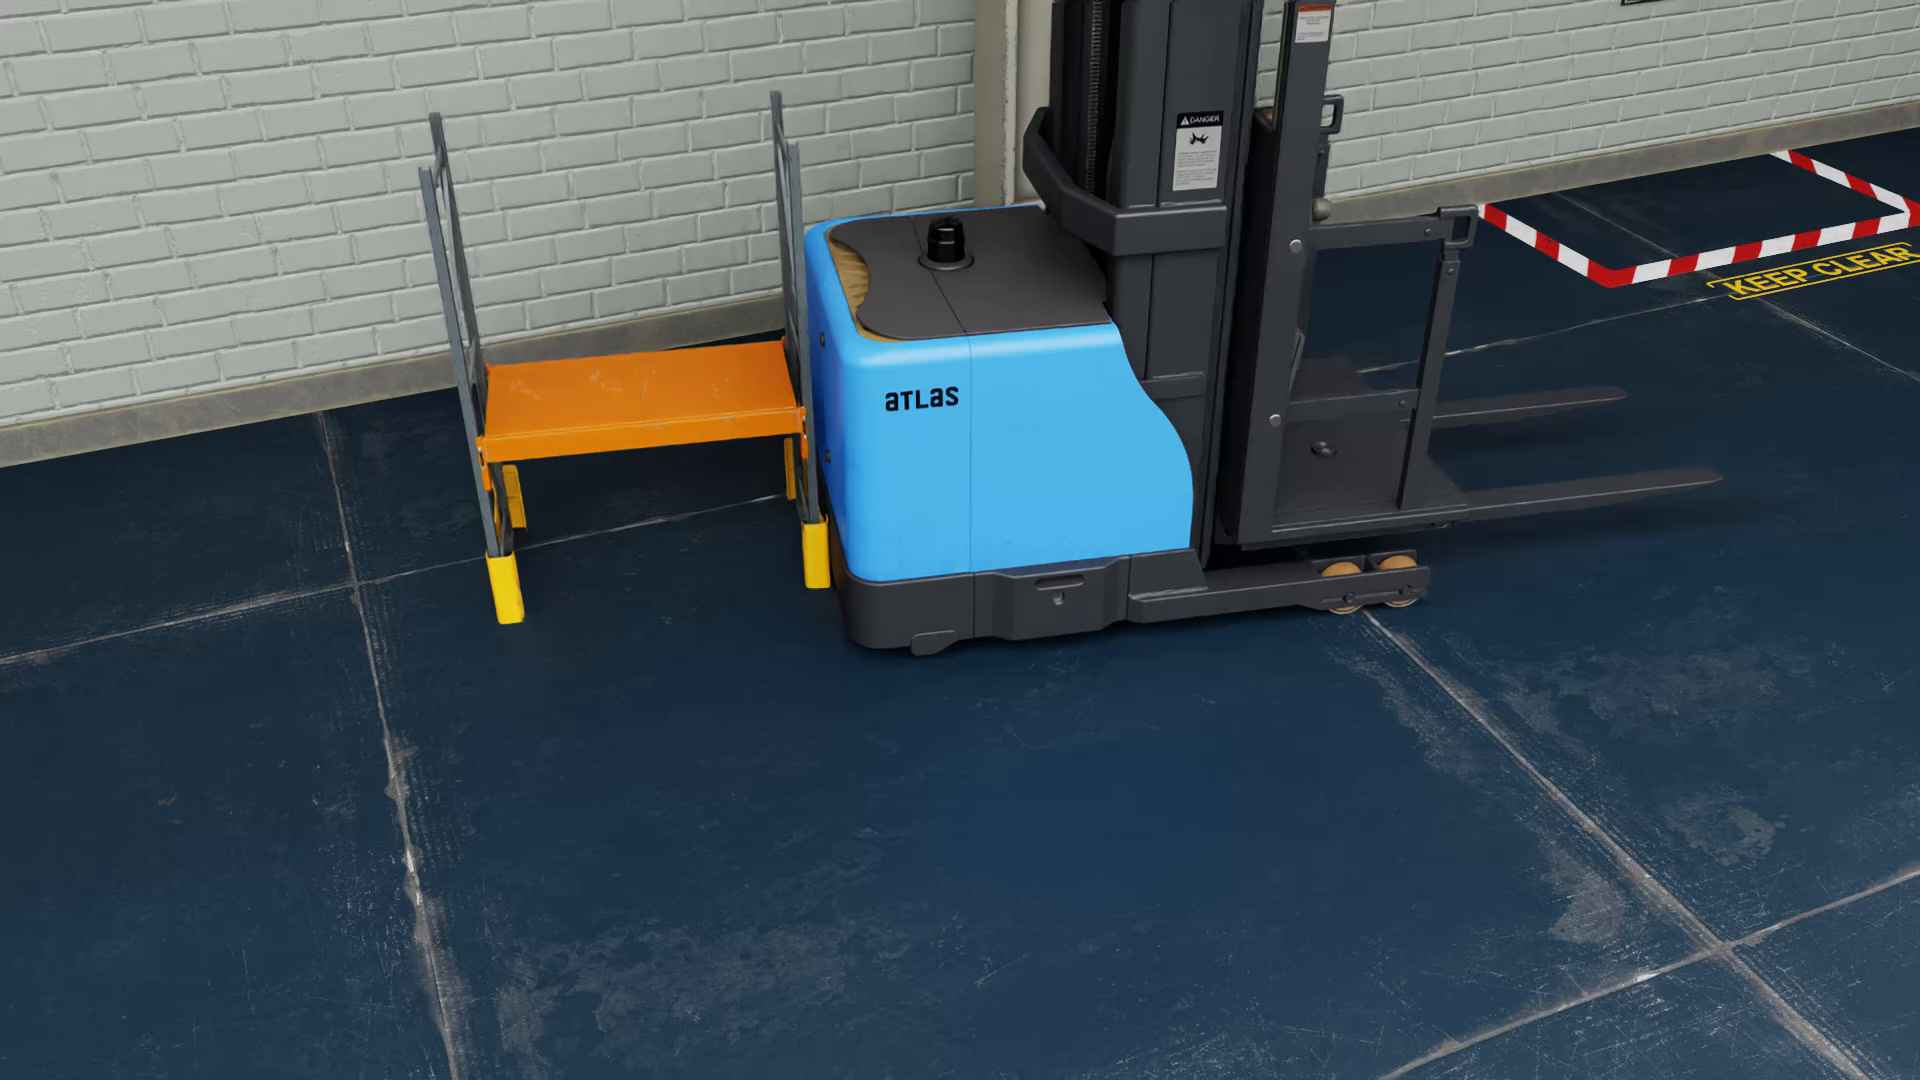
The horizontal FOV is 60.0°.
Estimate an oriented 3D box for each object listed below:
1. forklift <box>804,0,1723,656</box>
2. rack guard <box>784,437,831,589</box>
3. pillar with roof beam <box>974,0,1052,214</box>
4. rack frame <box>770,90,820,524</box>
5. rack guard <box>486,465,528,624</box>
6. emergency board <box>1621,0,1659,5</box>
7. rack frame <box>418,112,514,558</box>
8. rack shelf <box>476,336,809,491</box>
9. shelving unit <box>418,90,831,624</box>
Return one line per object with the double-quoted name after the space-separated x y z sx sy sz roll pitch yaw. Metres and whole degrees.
1.053 -1.266 5.008 3.031 2.935 1.130 -6 34 -10 "forklift"
-0.523 -0.101 5.676 0.087 0.250 0.587 -6 34 -10 "rack guard"
1.967 -2.688 1.630 0.400 9.000 9.100 -13 35 -19 "pillar with roof beam"
-0.521 -0.625 5.335 0.032 1.500 0.500 -6 34 -10 "rack frame"
-1.499 0.006 5.511 0.087 0.250 0.587 -6 34 -10 "rack guard"
3.524 -3.110 7.779 0.626 1.169 0.157 -13 35 -19 "emergency board"
-1.518 -0.515 5.167 0.032 1.500 0.500 -6 34 -10 "rack frame"
-1.020 -0.419 5.349 1.000 0.185 0.538 -6 34 -10 "rack shelf"
-1.011 -0.571 5.252 1.083 1.500 0.587 -6 34 -10 "shelving unit"
